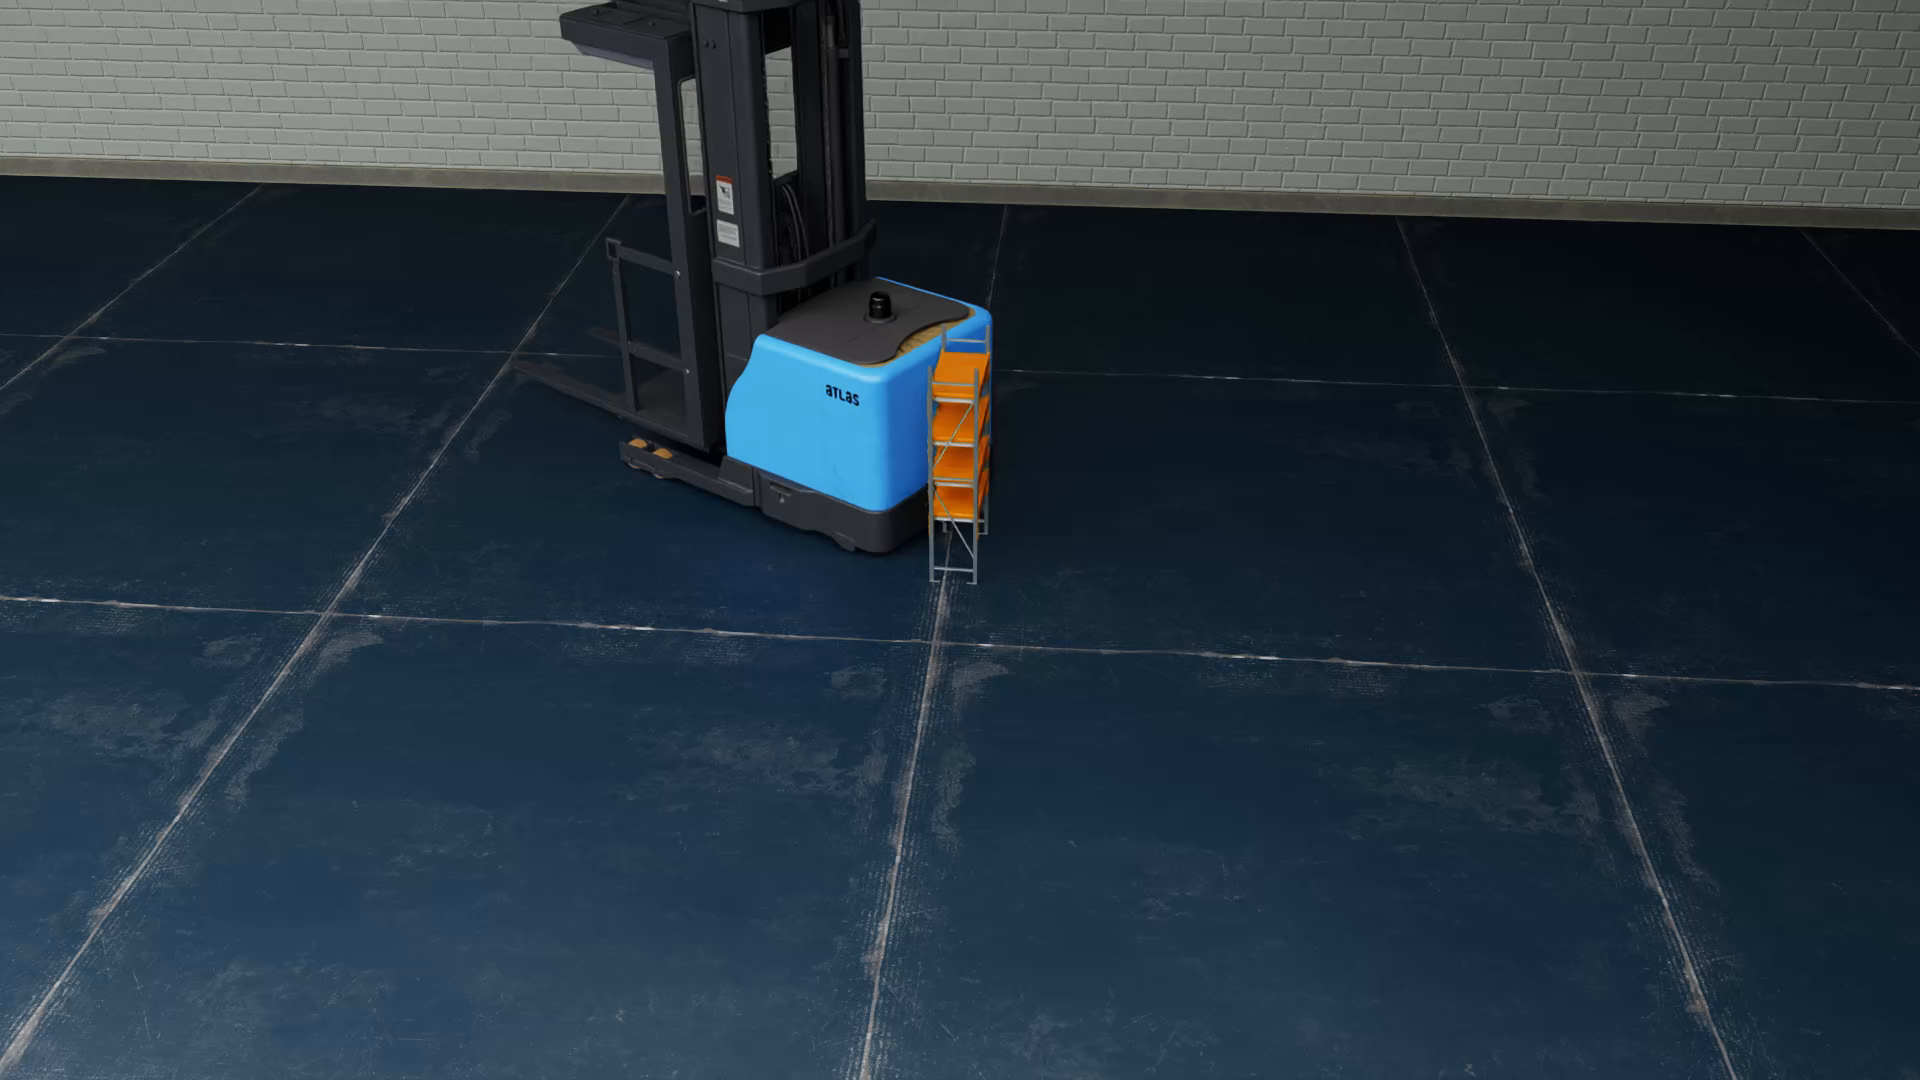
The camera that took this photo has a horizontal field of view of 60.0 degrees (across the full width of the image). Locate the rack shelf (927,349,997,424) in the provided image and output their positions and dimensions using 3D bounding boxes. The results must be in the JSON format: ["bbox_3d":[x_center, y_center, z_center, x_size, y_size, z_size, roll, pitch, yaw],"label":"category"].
[{"bbox_3d":[0.014,-0.750,8.074,0.258,0.148,0.480,5,32,8],"label":"rack shelf"}]

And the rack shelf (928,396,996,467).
[{"bbox_3d":[0.014,-0.548,8.198,0.258,0.148,0.480,5,32,8],"label":"rack shelf"}]

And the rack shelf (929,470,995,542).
[{"bbox_3d":[0.014,-0.189,8.419,0.258,0.148,0.480,5,32,8],"label":"rack shelf"}]

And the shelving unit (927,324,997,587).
[{"bbox_3d":[0.014,-0.415,8.280,0.258,1.200,0.503,5,32,8],"label":"shelving unit"}]

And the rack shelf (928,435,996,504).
[{"bbox_3d":[0.014,-0.358,8.315,0.258,0.148,0.480,5,32,8],"label":"rack shelf"}]

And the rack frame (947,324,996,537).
[{"bbox_3d":[0.056,-0.541,8.484,0.240,1.200,0.015,5,32,8],"label":"rack frame"}]

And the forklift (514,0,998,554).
[{"bbox_3d":[-1.283,-1.783,8.850,3.031,2.935,1.130,21,37,30],"label":"forklift"}]

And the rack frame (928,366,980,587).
[{"bbox_3d":[-0.028,-0.289,8.075,0.240,1.200,0.015,5,32,8],"label":"rack frame"}]
